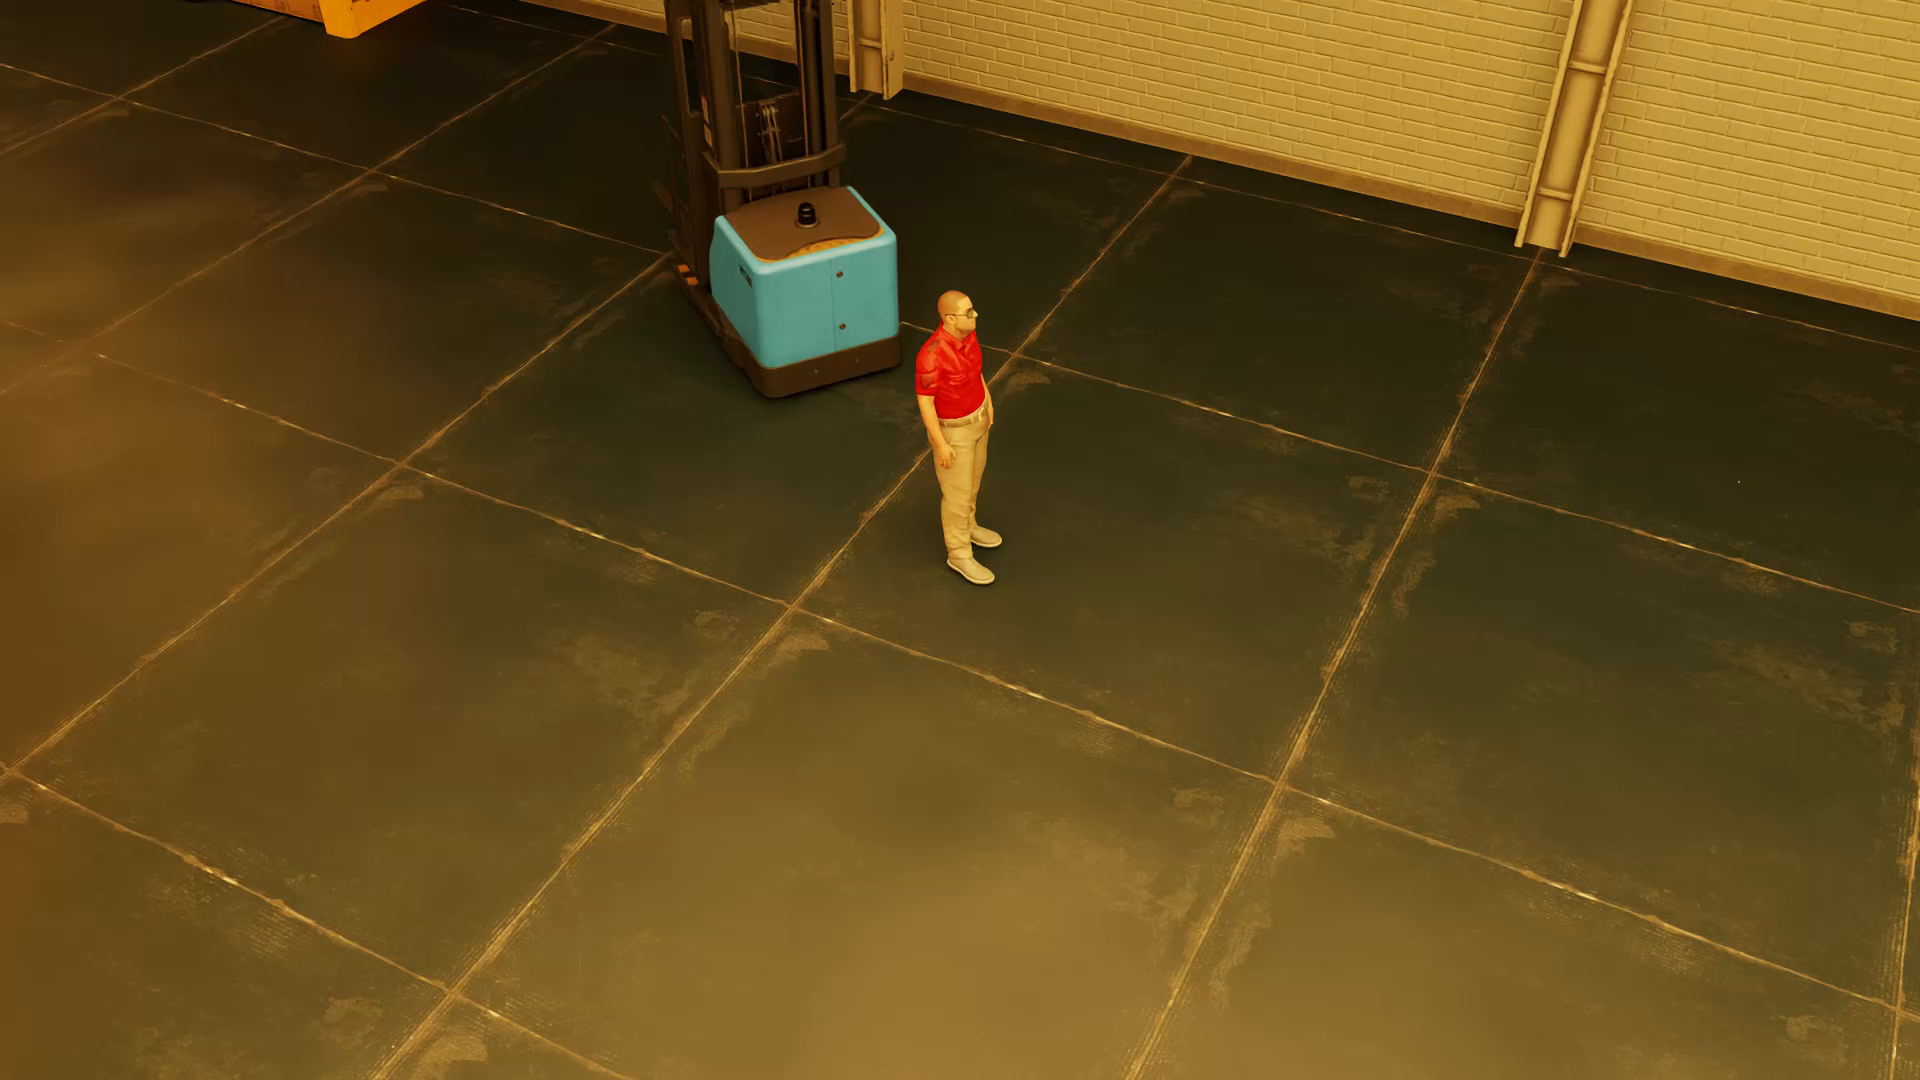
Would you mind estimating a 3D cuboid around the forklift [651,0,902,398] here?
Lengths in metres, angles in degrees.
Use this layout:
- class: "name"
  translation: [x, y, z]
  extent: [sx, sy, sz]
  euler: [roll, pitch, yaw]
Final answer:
- class: "forklift"
  translation: [-1.507, -3.031, 11.586]
  extent: [1.130, 2.935, 3.031]
  euler: [-18, 43, -20]

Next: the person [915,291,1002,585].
- class: "person"
  translation: [0.074, -0.633, 9.661]
  extent: [0.551, 1.727, 0.640]
  euler: [18, 43, 21]
